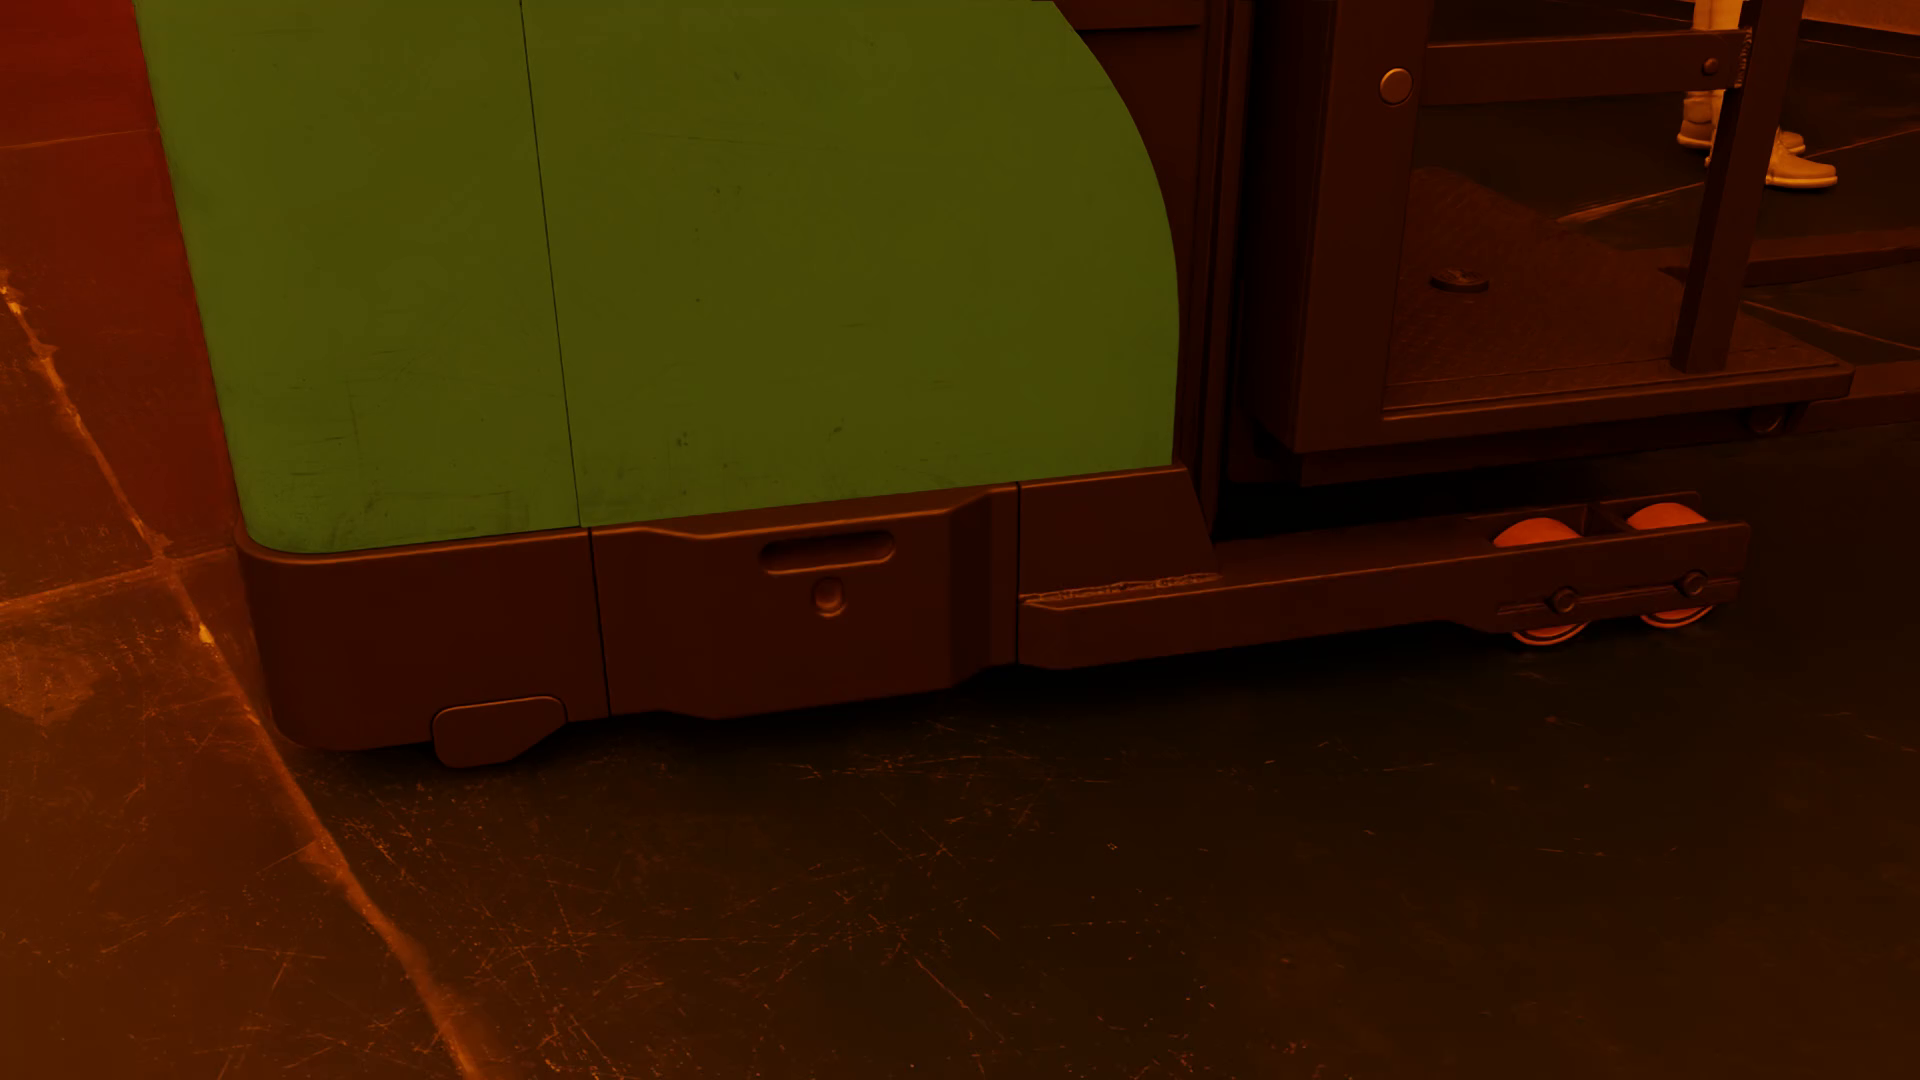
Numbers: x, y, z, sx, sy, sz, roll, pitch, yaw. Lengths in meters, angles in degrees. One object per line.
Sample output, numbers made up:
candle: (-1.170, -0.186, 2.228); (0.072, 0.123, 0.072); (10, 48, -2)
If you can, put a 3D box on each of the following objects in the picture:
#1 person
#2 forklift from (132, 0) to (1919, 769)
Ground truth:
person: (2.137, -1.861, 4.207); (0.576, 1.781, 0.638); (15, 30, 28)
forklift: (0.567, -1.392, 2.007); (3.031, 2.935, 1.130); (-6, 27, -13)
